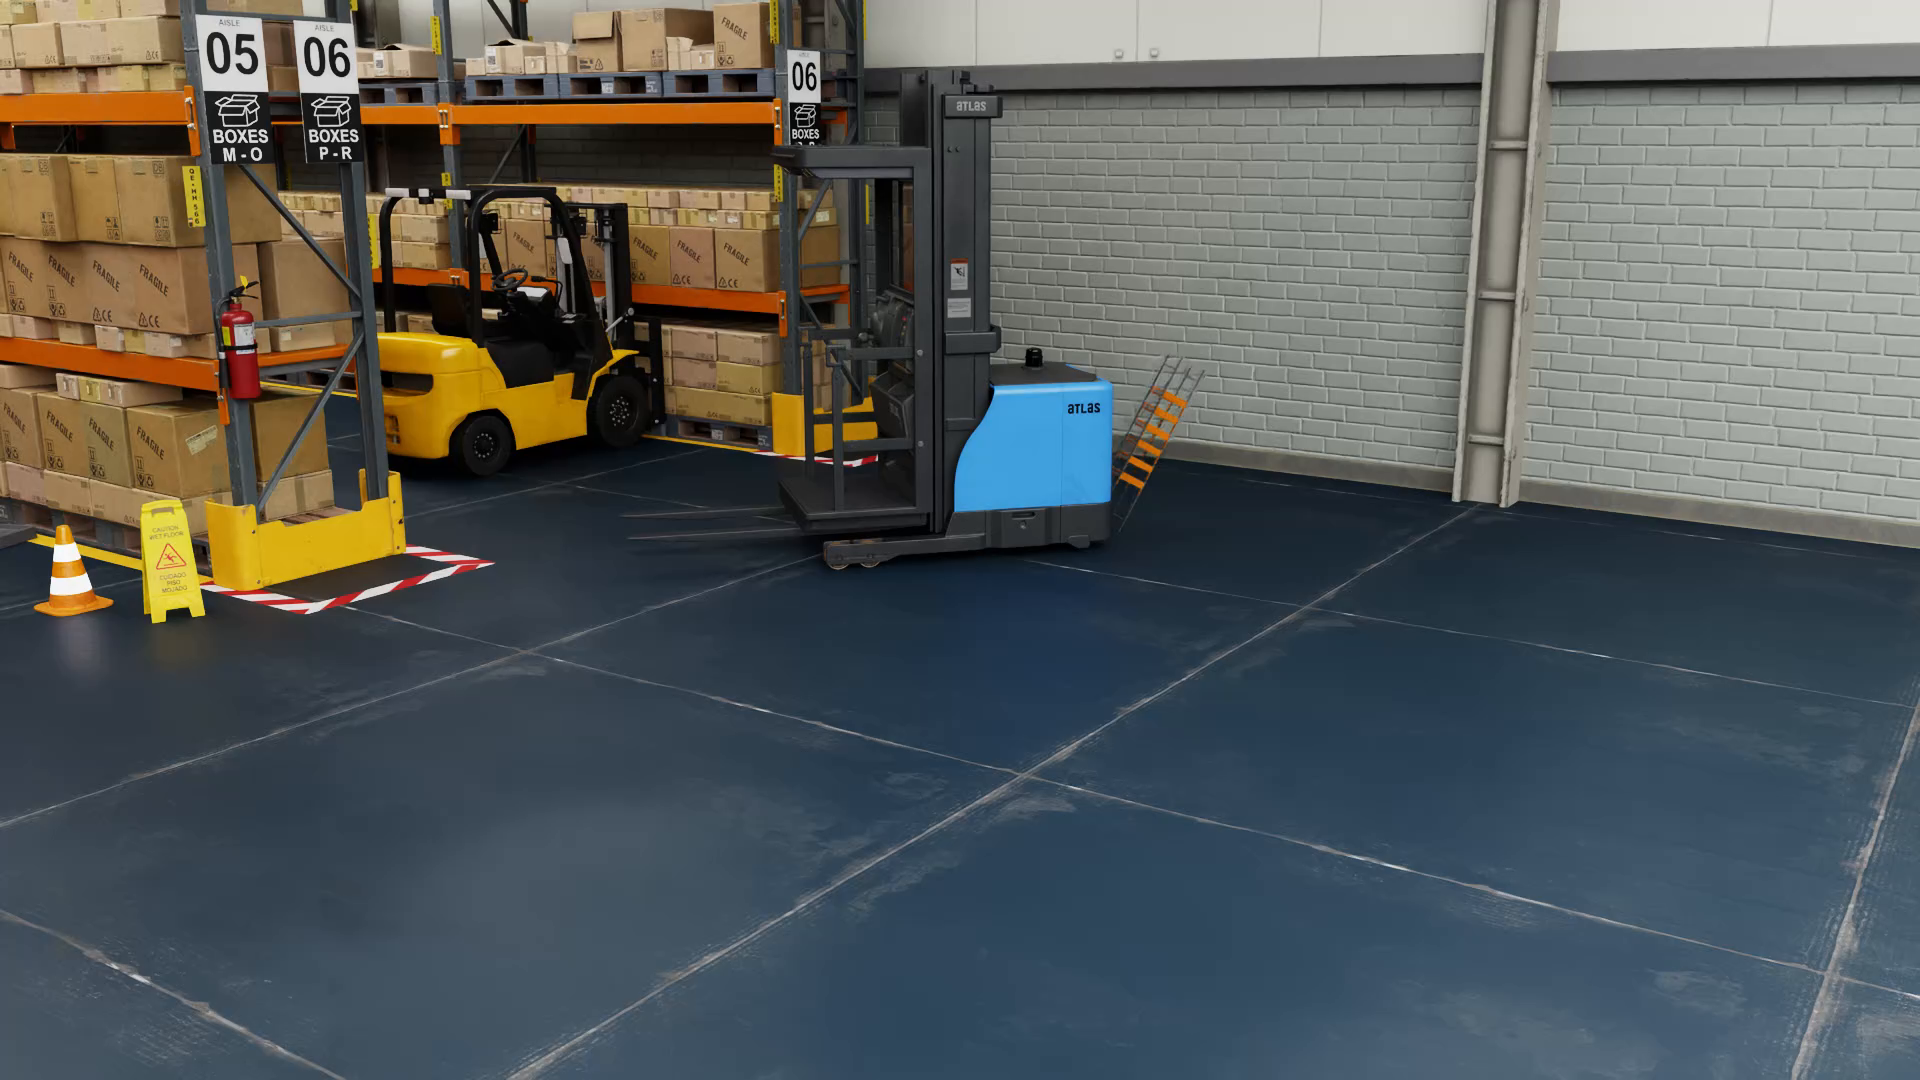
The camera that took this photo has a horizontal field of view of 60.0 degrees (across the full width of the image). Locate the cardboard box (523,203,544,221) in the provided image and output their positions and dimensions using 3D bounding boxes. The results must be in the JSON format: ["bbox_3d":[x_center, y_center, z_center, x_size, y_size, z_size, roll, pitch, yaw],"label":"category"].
[{"bbox_3d":[-3.711,-2.966,15.005,0.250,0.149,0.380,10,17,34],"label":"cardboard box"}]

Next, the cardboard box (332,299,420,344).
[{"bbox_3d":[-6.143,-2.135,17.272,0.625,0.625,0.875,8,16,31],"label":"cardboard box"}]

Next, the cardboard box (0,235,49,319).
[{"bbox_3d":[-5.728,-1.701,10.627,0.500,0.500,0.500,9,17,33],"label":"cardboard box"}]

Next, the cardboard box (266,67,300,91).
[{"bbox_3d":[-3.981,-2.726,9.875,0.250,0.149,0.380,9,17,33],"label":"cardboard box"}]

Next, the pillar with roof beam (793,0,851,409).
[{"bbox_3d":[-3.598,-4.600,10.679,0.400,9.000,9.100,9,17,33],"label":"pillar with roof beam"}]

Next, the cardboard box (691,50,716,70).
[{"bbox_3d":[-1.977,-3.910,13.575,0.250,0.149,0.380,9,16,31],"label":"cardboard box"}]

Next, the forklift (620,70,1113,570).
[{"bbox_3d":[-0.604,-1.384,10.314,3.031,2.935,1.130,-4,14,-15],"label":"forklift"}]

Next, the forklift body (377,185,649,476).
[{"bbox_3d":[-3.712,-1.752,13.424,1.214,2.155,2.313,9,17,33],"label":"forklift body"}]

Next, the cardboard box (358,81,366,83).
[{"bbox_3d":[-6.274,-4.764,16.987,0.250,0.166,0.380,9,17,33],"label":"cardboard box"}]

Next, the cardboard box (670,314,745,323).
[{"bbox_3d":[-2.239,-1.865,14.884,0.500,0.250,0.500,9,17,32],"label":"cardboard box"}]

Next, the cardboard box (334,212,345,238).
[{"bbox_3d":[-5.841,-3.132,16.503,0.500,0.250,0.500,10,17,34],"label":"cardboard box"}]

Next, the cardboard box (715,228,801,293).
[{"bbox_3d":[-1.675,-2.335,13.807,0.500,0.500,0.500,9,16,32],"label":"cardboard box"}]

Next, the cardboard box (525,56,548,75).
[{"bbox_3d":[-3.599,-4.172,14.634,0.250,0.149,0.380,10,17,34],"label":"cardboard box"}]

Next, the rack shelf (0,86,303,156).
[{"bbox_3d":[-5.547,-2.658,10.573,4.000,0.370,1.077,9,17,33],"label":"rack shelf"}]

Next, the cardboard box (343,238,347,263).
[{"bbox_3d":[-5.819,-2.891,16.573,0.500,0.250,0.500,9,17,33],"label":"cardboard box"}]

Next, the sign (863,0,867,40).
[{"bbox_3d":[-0.805,-4.302,13.733,0.005,0.325,0.100,9,17,33],"label":"sign"}]

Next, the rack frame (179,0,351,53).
[{"bbox_3d":[-3.887,-4.195,9.043,0.127,3.000,1.000,9,17,33],"label":"rack frame"}]

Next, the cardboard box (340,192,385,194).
[{"bbox_3d":[-6.245,-3.560,17.404,0.250,0.149,0.380,9,16,32],"label":"cardboard box"}]

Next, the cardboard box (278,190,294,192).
[{"bbox_3d":[-7.376,-3.706,17.995,0.250,0.149,0.380,10,17,35],"label":"cardboard box"}]

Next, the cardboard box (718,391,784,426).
[{"bbox_3d":[-1.686,-1.142,14.044,0.500,0.250,0.500,9,17,33],"label":"cardboard box"}]

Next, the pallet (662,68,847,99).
[{"bbox_3d":[-1.692,-3.786,13.818,1.213,0.211,1.003,9,17,33],"label":"pallet"}]

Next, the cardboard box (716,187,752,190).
[{"bbox_3d":[-1.902,-2.979,14.439,0.250,0.149,0.380,9,17,33],"label":"cardboard box"}]

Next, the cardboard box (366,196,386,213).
[{"bbox_3d":[-5.719,-3.305,16.375,0.250,0.149,0.380,9,16,31],"label":"cardboard box"}]

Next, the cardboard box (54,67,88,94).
[{"bbox_3d":[-5.172,-2.750,9.969,0.250,0.149,0.380,9,17,32],"label":"cardboard box"}]

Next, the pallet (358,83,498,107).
[{"bbox_3d":[-5.178,-4.289,16.061,1.217,0.209,0.805,8,16,31],"label":"pallet"}]

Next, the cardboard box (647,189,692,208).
[{"bbox_3d":[-2.432,-2.905,14.137,0.250,0.149,0.380,10,17,34],"label":"cardboard box"}]

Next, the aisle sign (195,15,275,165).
[{"bbox_3d":[-3.998,-2.479,9.184,0.004,0.787,0.394,9,17,33],"label":"aisle sign"}]

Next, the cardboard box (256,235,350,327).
[{"bbox_3d":[-4.126,-1.595,10.196,0.500,0.500,0.500,9,16,32],"label":"cardboard box"}]

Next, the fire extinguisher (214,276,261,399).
[{"bbox_3d":[-4.050,-1.138,9.340,0.183,0.674,0.296,9,17,33],"label":"fire extinguisher"}]

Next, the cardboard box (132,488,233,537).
[{"bbox_3d":[-4.728,-0.210,10.278,0.500,0.250,0.500,9,17,33],"label":"cardboard box"}]

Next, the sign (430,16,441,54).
[{"bbox_3d":[-4.734,-4.560,15.028,0.005,0.325,0.100,9,17,33],"label":"sign"}]

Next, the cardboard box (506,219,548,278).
[{"bbox_3d":[-3.775,-2.680,15.199,0.500,0.500,0.500,10,17,34],"label":"cardboard box"}]

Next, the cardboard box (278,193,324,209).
[{"bbox_3d":[-6.759,-3.483,17.092,0.250,0.149,0.380,9,17,33],"label":"cardboard box"}]

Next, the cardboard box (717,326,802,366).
[{"bbox_3d":[-1.676,-1.627,13.922,0.500,0.250,0.500,10,17,35],"label":"cardboard box"}]

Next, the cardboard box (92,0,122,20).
[{"bbox_3d":[-4.747,-3.063,9.577,0.250,0.149,0.380,9,16,32],"label":"cardboard box"}]

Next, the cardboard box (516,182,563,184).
[{"bbox_3d":[-4.006,-3.335,15.876,0.250,0.149,0.380,9,17,33],"label":"cardboard box"}]

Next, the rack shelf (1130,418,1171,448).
[{"bbox_3d":[1.261,-0.718,11.058,0.180,0.103,0.258,26,6,-19],"label":"rack shelf"}]

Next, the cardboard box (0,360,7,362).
[{"bbox_3d":[-6.370,-1.137,11.113,0.250,0.149,0.380,10,17,35],"label":"cardboard box"}]

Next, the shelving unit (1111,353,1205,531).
[{"bbox_3d":[1.226,-0.651,11.065,0.189,1.200,0.258,26,6,-19],"label":"shelving unit"}]

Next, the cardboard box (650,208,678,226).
[{"bbox_3d":[-2.421,-2.765,14.191,0.250,0.149,0.380,9,16,31],"label":"cardboard box"}]

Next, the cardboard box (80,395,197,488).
[{"bbox_3d":[-5.133,-0.641,10.458,0.500,0.500,0.500,10,17,35],"label":"cardboard box"}]

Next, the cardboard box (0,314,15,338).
[{"bbox_3d":[-6.068,-1.418,10.831,0.250,0.149,0.380,9,17,33],"label":"cardboard box"}]

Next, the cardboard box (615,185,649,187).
[{"bbox_3d":[-2.961,-3.157,15.156,0.250,0.149,0.380,9,16,32],"label":"cardboard box"}]

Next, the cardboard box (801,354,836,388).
[{"bbox_3d":[-1.394,-1.489,14.406,0.500,0.250,0.500,10,17,34],"label":"cardboard box"}]

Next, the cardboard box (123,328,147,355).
[{"bbox_3d":[-4.790,-1.219,10.028,0.250,0.149,0.380,9,16,32],"label":"cardboard box"}]

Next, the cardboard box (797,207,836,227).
[{"bbox_3d":[-1.257,-2.734,14.067,0.250,0.149,0.380,9,16,31],"label":"cardboard box"}]

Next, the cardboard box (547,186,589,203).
[{"bbox_3d":[-3.470,-3.082,14.853,0.250,0.149,0.380,9,16,32],"label":"cardboard box"}]

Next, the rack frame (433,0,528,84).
[{"bbox_3d":[-4.439,-5.722,15.210,0.127,3.000,1.000,9,17,33],"label":"rack frame"}]

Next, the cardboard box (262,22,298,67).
[{"bbox_3d":[-4.156,-2.931,9.873,0.500,0.250,0.500,9,16,32],"label":"cardboard box"}]

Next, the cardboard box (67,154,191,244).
[{"bbox_3d":[-4.849,-2.056,9.977,0.500,0.500,0.700,9,17,33],"label":"cardboard box"}]
